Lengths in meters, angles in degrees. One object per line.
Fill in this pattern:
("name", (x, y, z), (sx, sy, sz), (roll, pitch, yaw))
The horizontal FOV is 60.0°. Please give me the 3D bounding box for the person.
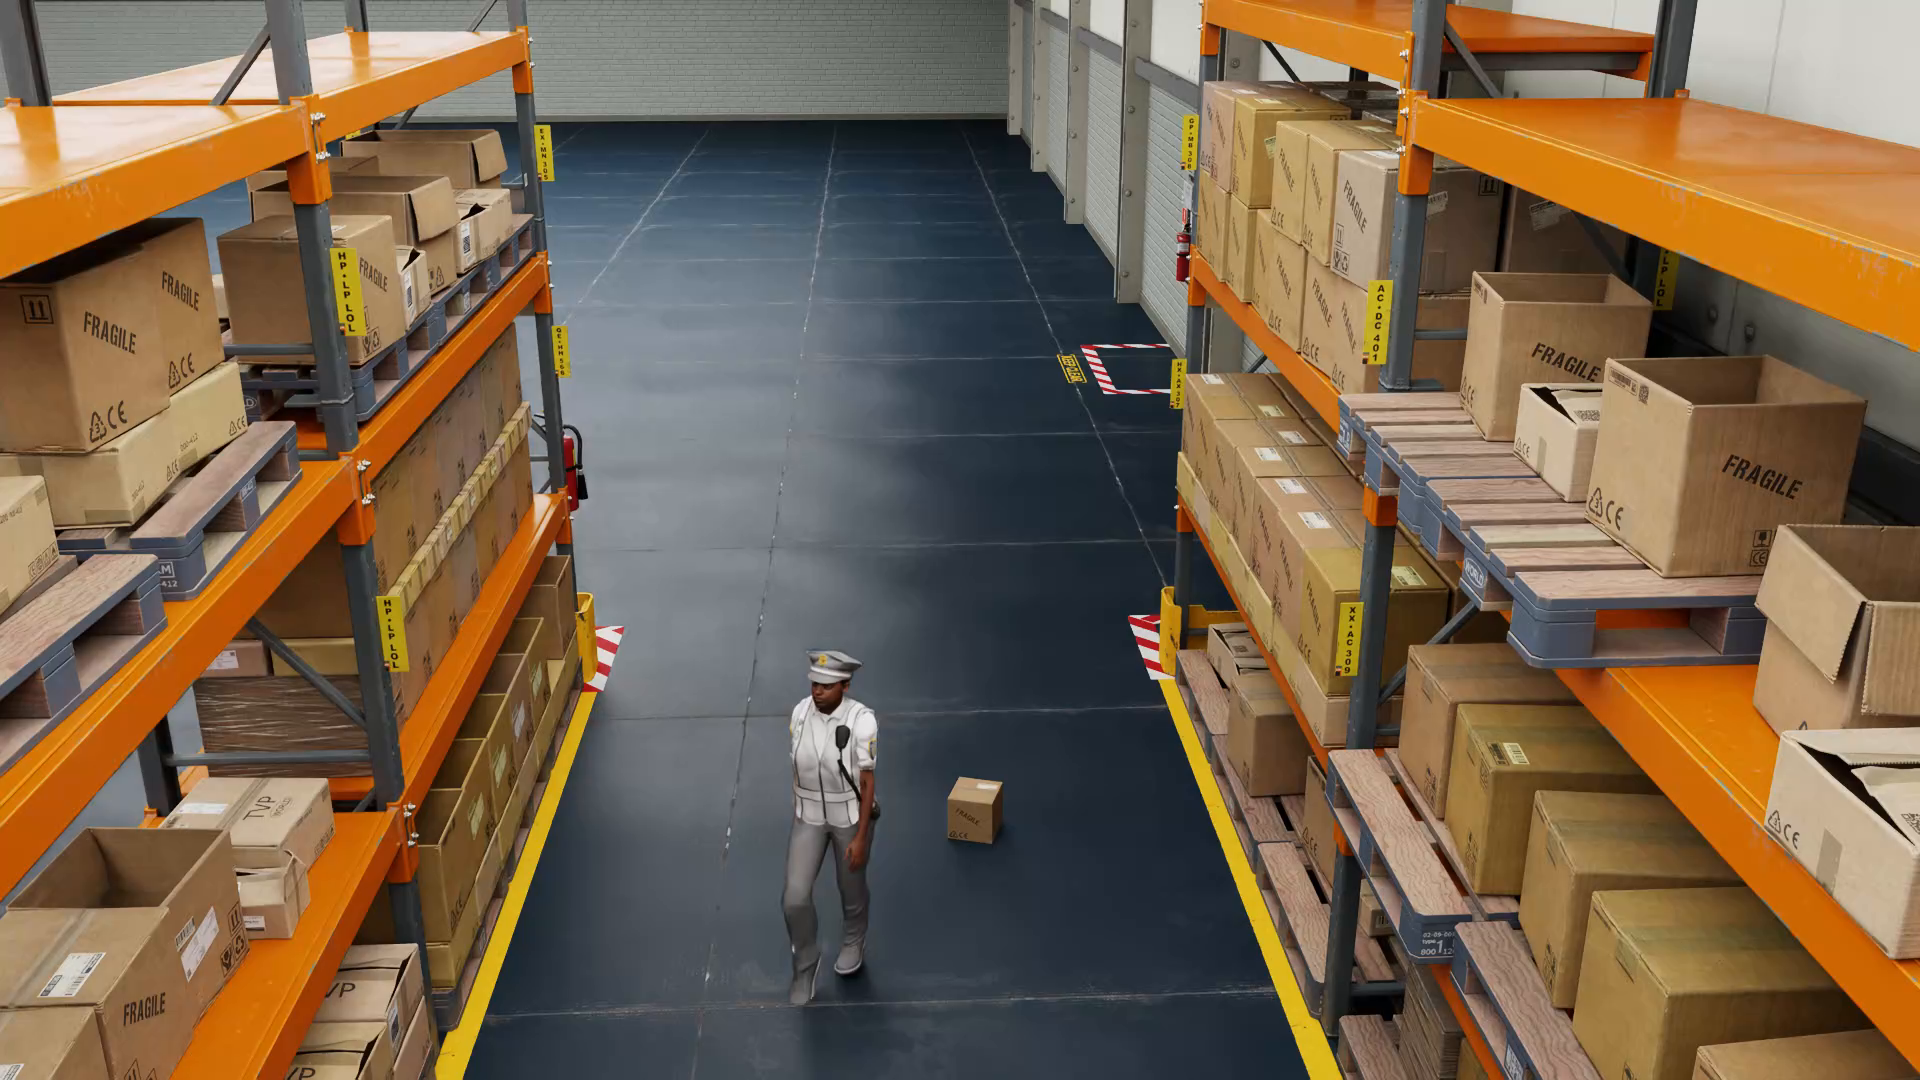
("person", (-0.583, 1.308, 7.601), (0.438, 1.763, 0.523), (5, 21, 13))
